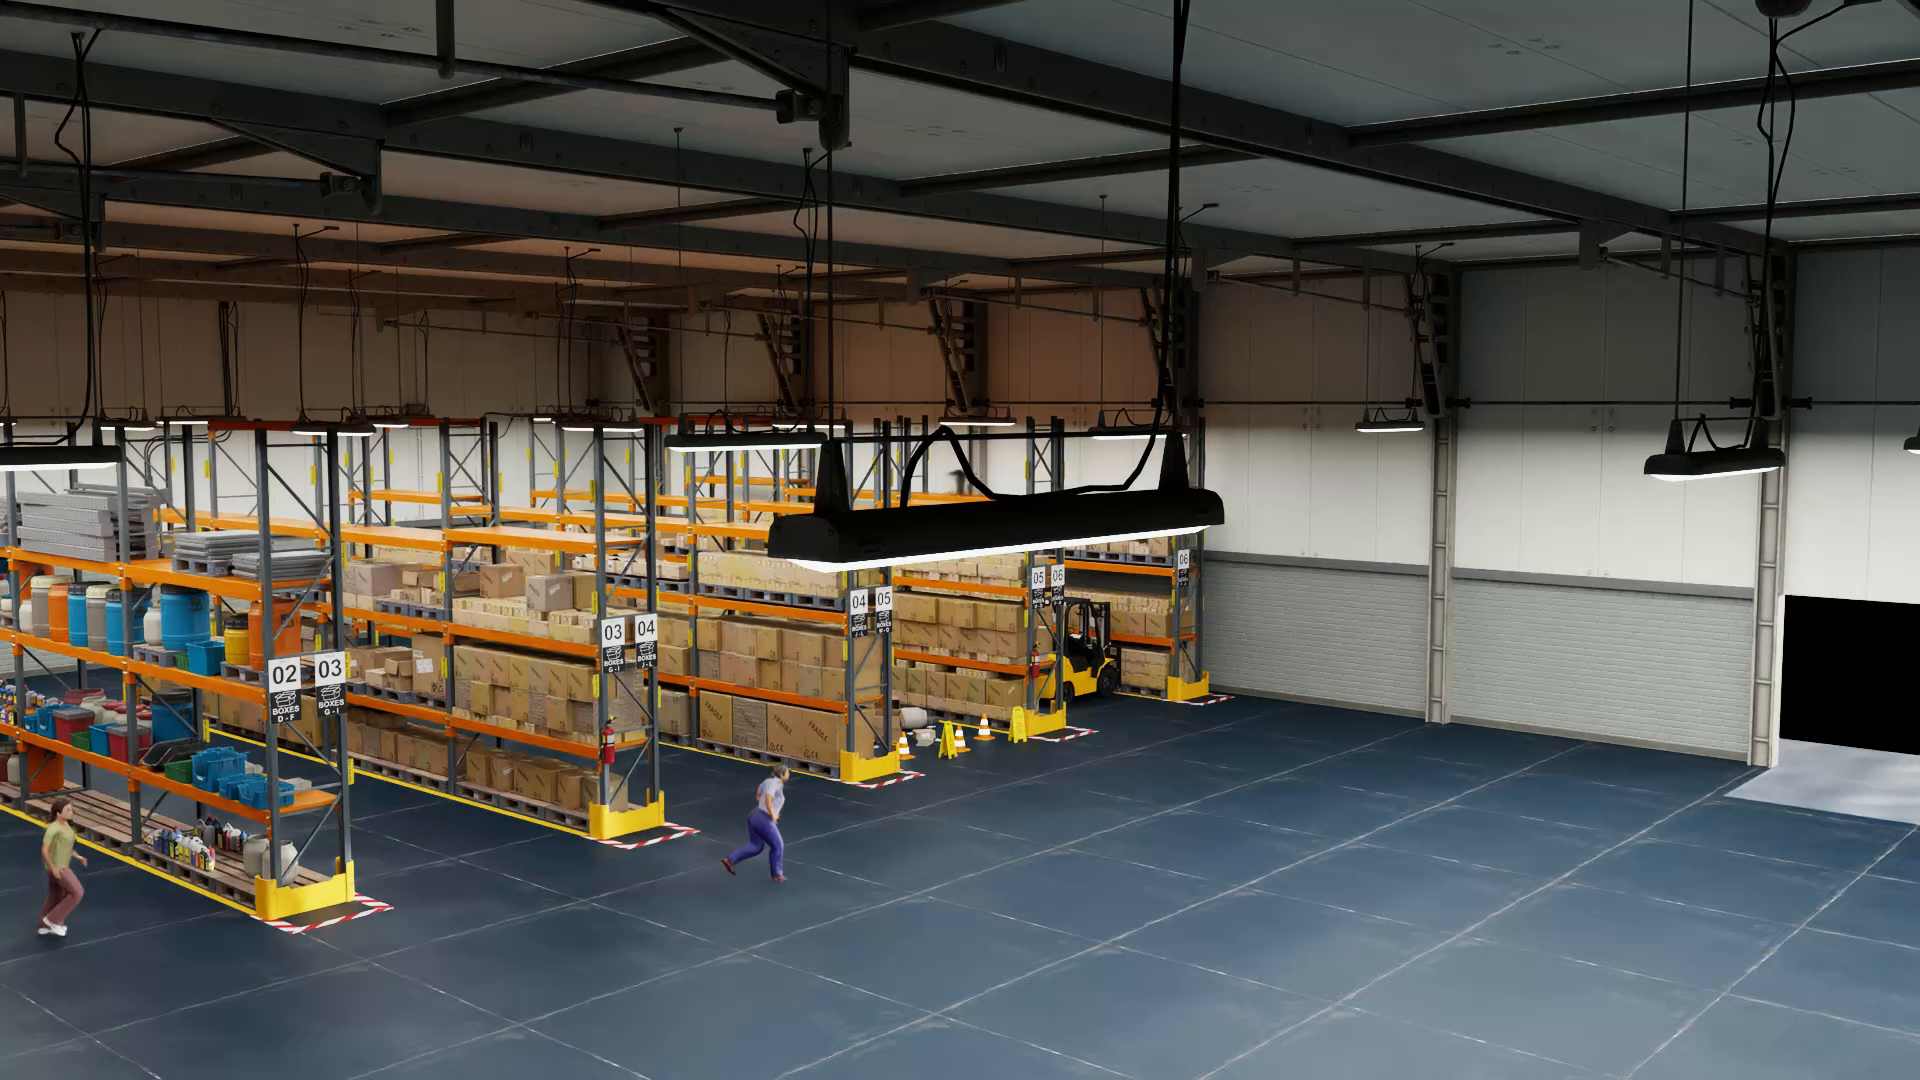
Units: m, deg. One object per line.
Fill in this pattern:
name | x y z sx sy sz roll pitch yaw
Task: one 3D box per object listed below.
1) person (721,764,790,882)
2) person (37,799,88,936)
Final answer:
person | -2.672 3.759 21.809 0.927 1.614 0.623 -1 5 -17
person | -10.589 3.857 19.543 0.569 1.636 0.502 -2 5 -19
